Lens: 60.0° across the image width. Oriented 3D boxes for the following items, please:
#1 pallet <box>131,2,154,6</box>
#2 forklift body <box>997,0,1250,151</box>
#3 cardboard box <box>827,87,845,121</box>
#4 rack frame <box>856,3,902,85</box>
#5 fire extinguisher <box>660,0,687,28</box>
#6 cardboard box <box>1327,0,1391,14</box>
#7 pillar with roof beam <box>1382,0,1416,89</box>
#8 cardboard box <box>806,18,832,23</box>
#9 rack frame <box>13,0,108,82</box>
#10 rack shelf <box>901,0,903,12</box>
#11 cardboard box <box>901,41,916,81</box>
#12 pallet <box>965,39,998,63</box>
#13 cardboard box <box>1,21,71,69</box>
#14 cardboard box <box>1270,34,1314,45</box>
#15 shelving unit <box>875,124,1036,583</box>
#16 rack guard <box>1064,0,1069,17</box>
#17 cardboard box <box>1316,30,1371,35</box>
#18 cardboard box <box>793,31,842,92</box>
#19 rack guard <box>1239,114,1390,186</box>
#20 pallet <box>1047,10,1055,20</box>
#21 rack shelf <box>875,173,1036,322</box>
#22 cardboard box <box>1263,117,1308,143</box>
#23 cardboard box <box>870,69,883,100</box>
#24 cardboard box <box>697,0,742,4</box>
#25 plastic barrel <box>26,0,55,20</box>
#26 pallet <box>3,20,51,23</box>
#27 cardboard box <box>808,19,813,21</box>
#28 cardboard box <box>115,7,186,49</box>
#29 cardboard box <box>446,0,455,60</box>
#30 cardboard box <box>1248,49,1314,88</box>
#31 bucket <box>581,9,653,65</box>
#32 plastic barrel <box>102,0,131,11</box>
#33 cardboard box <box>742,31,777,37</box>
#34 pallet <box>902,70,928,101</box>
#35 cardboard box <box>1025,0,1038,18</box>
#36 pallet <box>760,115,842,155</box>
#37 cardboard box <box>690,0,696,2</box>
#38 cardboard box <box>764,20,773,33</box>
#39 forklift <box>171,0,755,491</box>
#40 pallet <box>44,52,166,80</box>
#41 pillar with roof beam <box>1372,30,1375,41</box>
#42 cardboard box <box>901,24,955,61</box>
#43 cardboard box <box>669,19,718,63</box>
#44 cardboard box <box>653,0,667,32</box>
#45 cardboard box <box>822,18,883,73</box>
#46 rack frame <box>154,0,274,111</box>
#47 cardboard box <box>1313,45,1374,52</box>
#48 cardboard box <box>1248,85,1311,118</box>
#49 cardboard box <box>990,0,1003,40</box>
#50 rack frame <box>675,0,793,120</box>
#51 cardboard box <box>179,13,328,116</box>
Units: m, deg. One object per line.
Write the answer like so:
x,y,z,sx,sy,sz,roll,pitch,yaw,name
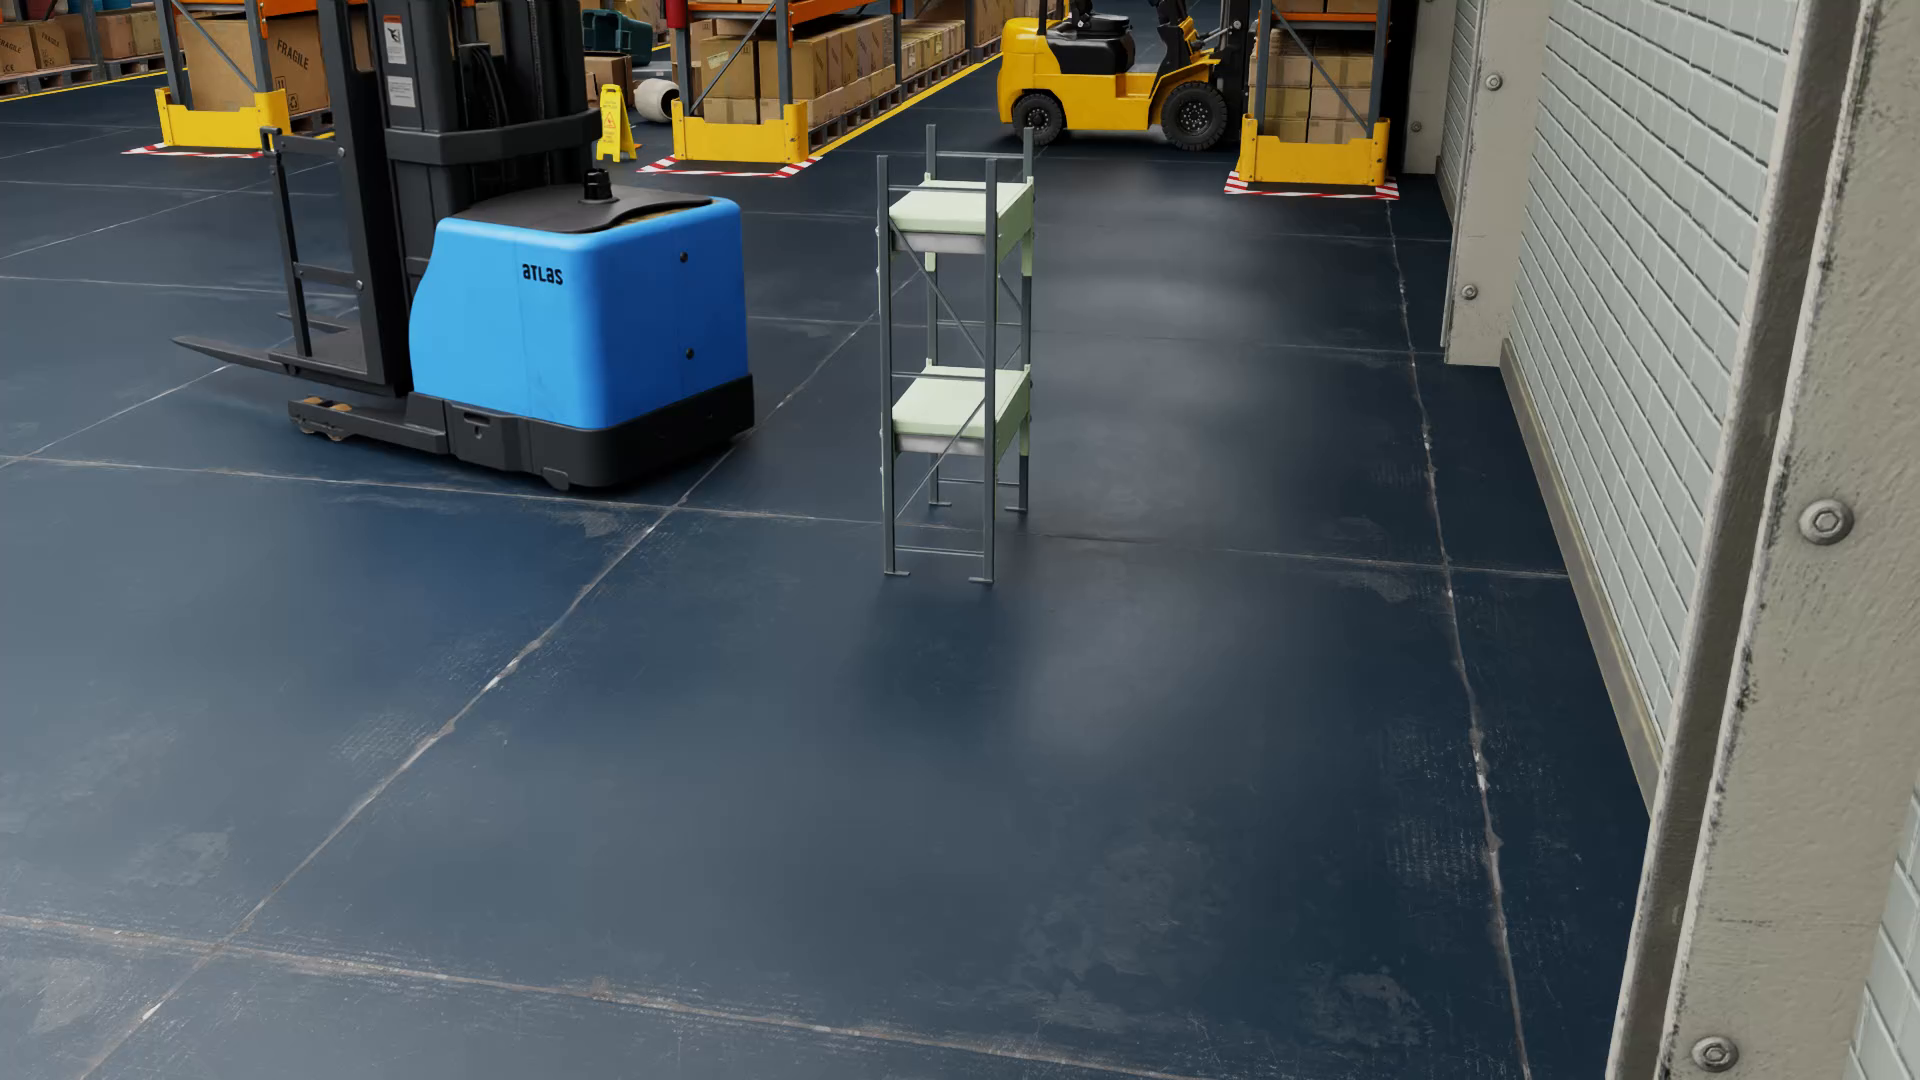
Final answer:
-13.943,-9.253,29.045,1.003,0.211,1.213,4,22,11,pallet
1.507,-4.814,15.429,2.313,2.155,1.214,4,22,11,forklift body
-1.407,-4.132,15.717,0.500,0.250,0.500,5,23,13,cardboard box
-1.138,-6.216,17.771,1.000,3.000,0.127,4,22,11,rack frame
-2.428,-4.710,14.137,0.296,0.674,0.183,4,22,11,fire extinguisher
3.279,-4.582,13.582,0.500,0.500,0.500,5,23,13,cardboard box
0.941,-9.867,18.807,9.100,9.000,0.400,4,22,11,pillar with roof beam
-1.620,-5.091,17.093,0.500,0.500,0.500,5,23,13,cardboard box
-10.839,-6.971,19.647,1.000,3.000,0.127,4,22,11,rack frame
-0.729,-6.613,19.722,1.077,0.370,4.000,4,22,11,rack shelf
-1.033,-5.383,18.661,0.950,0.372,0.625,5,22,12,cardboard box
-0.087,-6.667,22.626,1.003,0.211,1.213,4,22,11,pallet
-10.960,-5.863,19.680,0.500,0.500,0.500,4,22,9,cardboard box
2.997,-4.508,15.312,0.500,0.250,0.500,4,22,10,cardboard box
-0.001,-0.693,6.067,0.431,1.500,0.755,4,22,11,shelving unit
1.316,-9.453,29.157,1.175,0.500,0.348,4,22,11,rack guard
3.606,-4.656,15.680,0.500,0.250,0.500,5,22,11,cardboard box
-1.412,-4.494,15.612,0.500,0.500,0.500,4,22,9,cardboard box
2.901,-3.207,13.648,1.175,0.500,0.348,4,22,11,rack guard
0.973,-8.567,27.344,1.003,0.211,1.213,4,22,11,pallet
-0.001,-1.055,5.922,0.431,0.370,0.720,4,22,11,rack shelf
2.693,-3.491,14.125,0.500,0.250,0.500,5,22,11,cardboard box
-1.094,-4.703,17.133,0.500,0.250,0.500,4,22,9,cardboard box
-2.087,-4.789,14.566,0.380,0.149,0.250,5,23,13,cardboard box
-14.558,-8.481,26.062,0.600,0.588,0.708,4,22,11,plastic barrel
-14.752,-7.809,25.462,1.003,0.211,1.213,4,22,11,pallet
-1.710,-5.359,16.891,0.380,0.149,0.250,5,23,13,cardboard box
-10.463,-6.616,21.523,0.700,0.500,0.500,3,22,6,cardboard box
-6.201,-5.540,18.377,0.875,0.875,0.875,5,22,12,cardboard box
2.695,-3.951,13.929,0.500,0.250,0.500,5,23,13,cardboard box
-3.775,-5.517,18.384,0.726,0.611,0.620,13,15,29,bucket
-14.183,-9.298,27.672,0.600,0.901,0.708,4,22,11,plastic barrel
-1.942,-4.524,15.686,0.500,0.500,0.500,5,23,13,cardboard box
-0.980,-5.207,19.000,1.003,0.211,1.213,4,22,11,pallet
0.728,-8.369,25.986,0.875,0.438,0.875,4,22,10,cardboard box
-1.738,-3.781,15.460,1.003,0.211,1.213,4,22,11,pallet
-4.276,-8.227,25.550,0.500,0.500,0.500,4,22,10,cardboard box
-1.982,-4.865,15.664,0.380,0.149,0.250,5,22,12,cardboard box
-2.441,-1.954,7.281,3.031,2.935,1.130,13,25,29,forklift
-10.682,-5.962,20.875,1.003,0.211,1.213,4,22,11,pallet
2.165,-12.061,24.256,9.100,9.000,0.400,4,22,11,pillar with roof beam
-0.589,-6.178,20.633,0.950,0.372,0.625,4,22,10,cardboard box
-2.886,-5.532,18.407,0.500,0.500,0.500,4,22,11,cardboard box
-4.594,-7.666,24.156,0.500,0.500,0.500,4,22,10,cardboard box
-1.098,-5.060,17.016,0.500,0.500,0.500,5,22,12,cardboard box
-6.820,-5.093,14.984,1.000,3.000,0.127,4,22,11,rack frame
3.288,-4.103,14.306,0.500,0.250,0.500,4,22,11,cardboard box
2.700,-3.729,14.046,0.500,0.250,0.500,4,22,10,cardboard box
0.087,-7.460,23.143,0.875,0.875,0.875,5,22,12,cardboard box
-1.954,-4.753,14.139,1.000,3.000,0.127,4,22,11,rack frame
-6.747,-4.555,15.931,0.875,0.875,0.875,5,22,11,cardboard box
